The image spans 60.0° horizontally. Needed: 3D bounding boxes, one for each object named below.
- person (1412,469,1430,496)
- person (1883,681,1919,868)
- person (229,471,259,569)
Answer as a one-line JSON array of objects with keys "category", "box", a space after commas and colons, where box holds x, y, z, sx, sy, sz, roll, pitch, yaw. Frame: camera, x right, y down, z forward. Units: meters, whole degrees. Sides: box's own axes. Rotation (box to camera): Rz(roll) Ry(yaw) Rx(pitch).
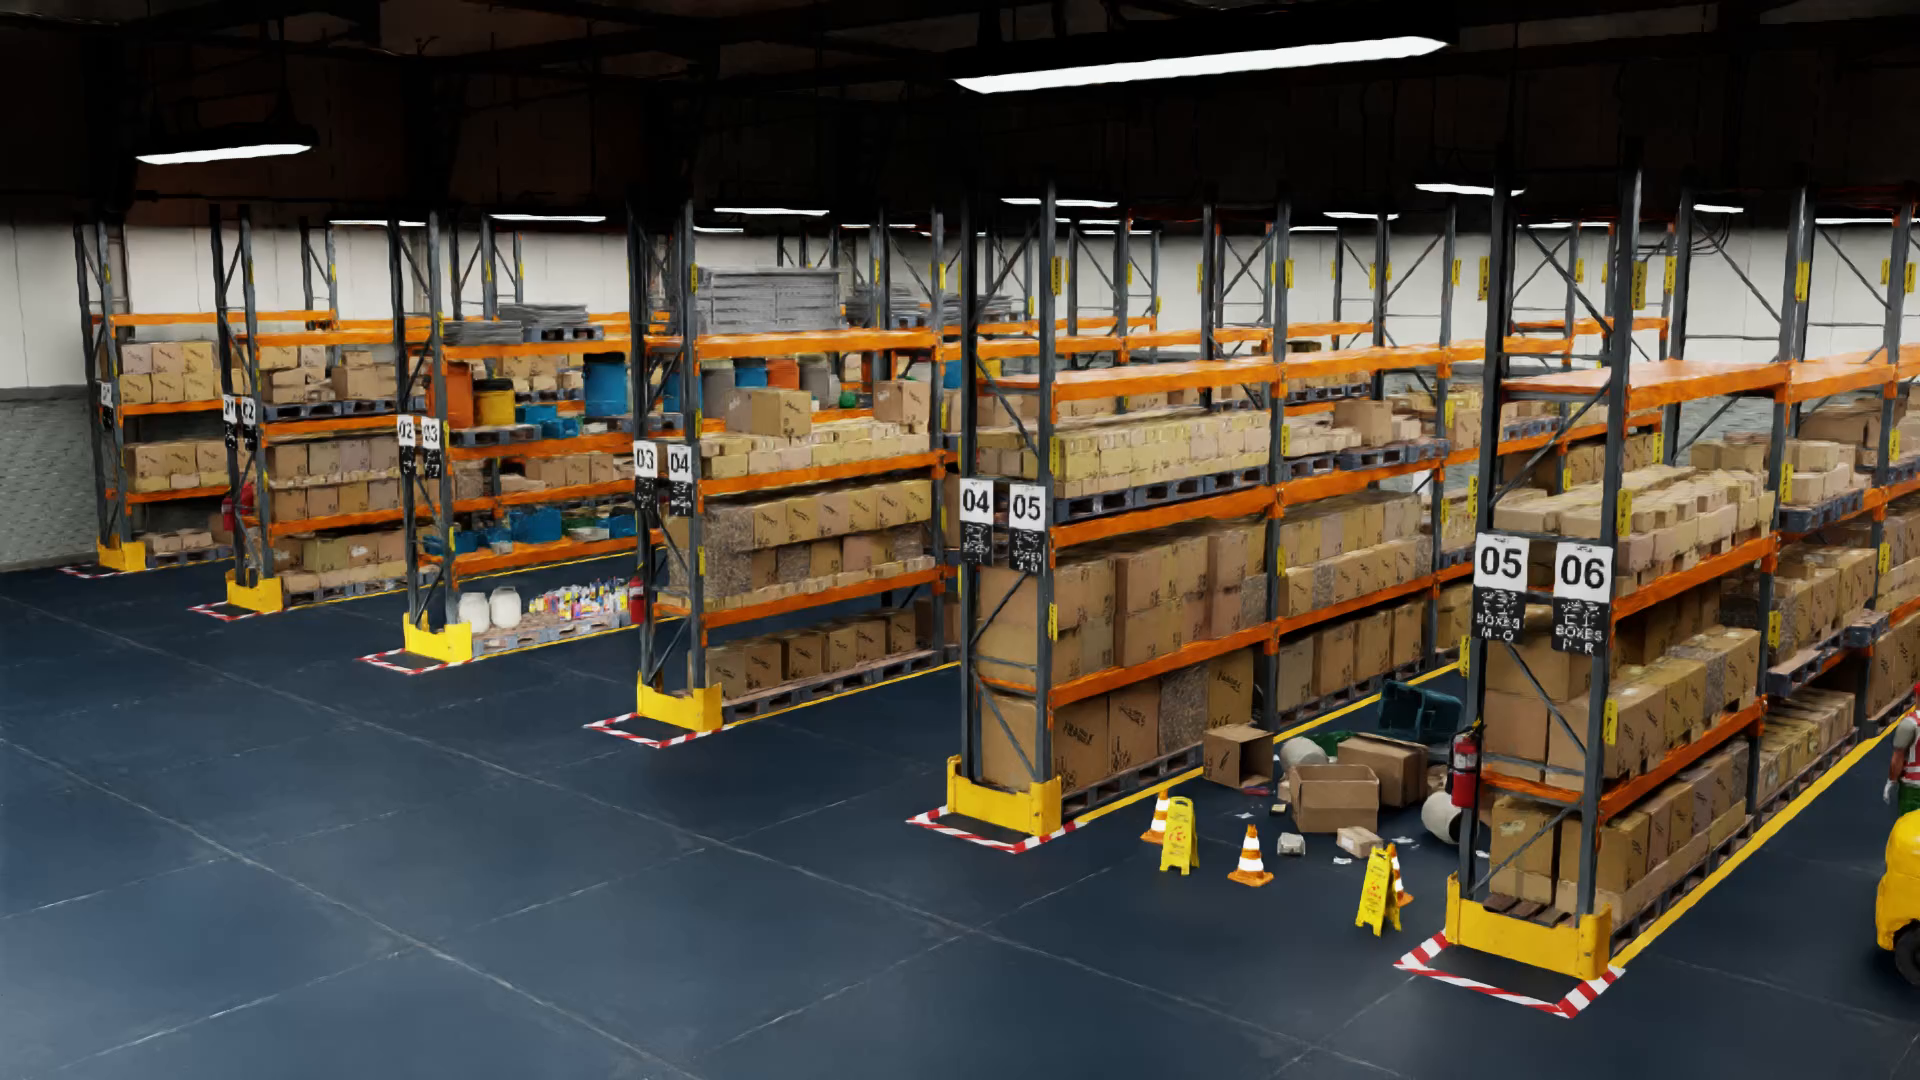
[{"category": "person", "box": [8.706, -0.888, 31.166, 0.523, 1.771, 0.753, 2, 10, 9]}, {"category": "person", "box": [7.933, 2.003, 13.777, 0.655, 1.785, 0.577, -3, 10, -18]}, {"category": "person", "box": [-12.142, -0.369, 28.412, 0.700, 1.665, 0.815, 4, 10, 21]}]
